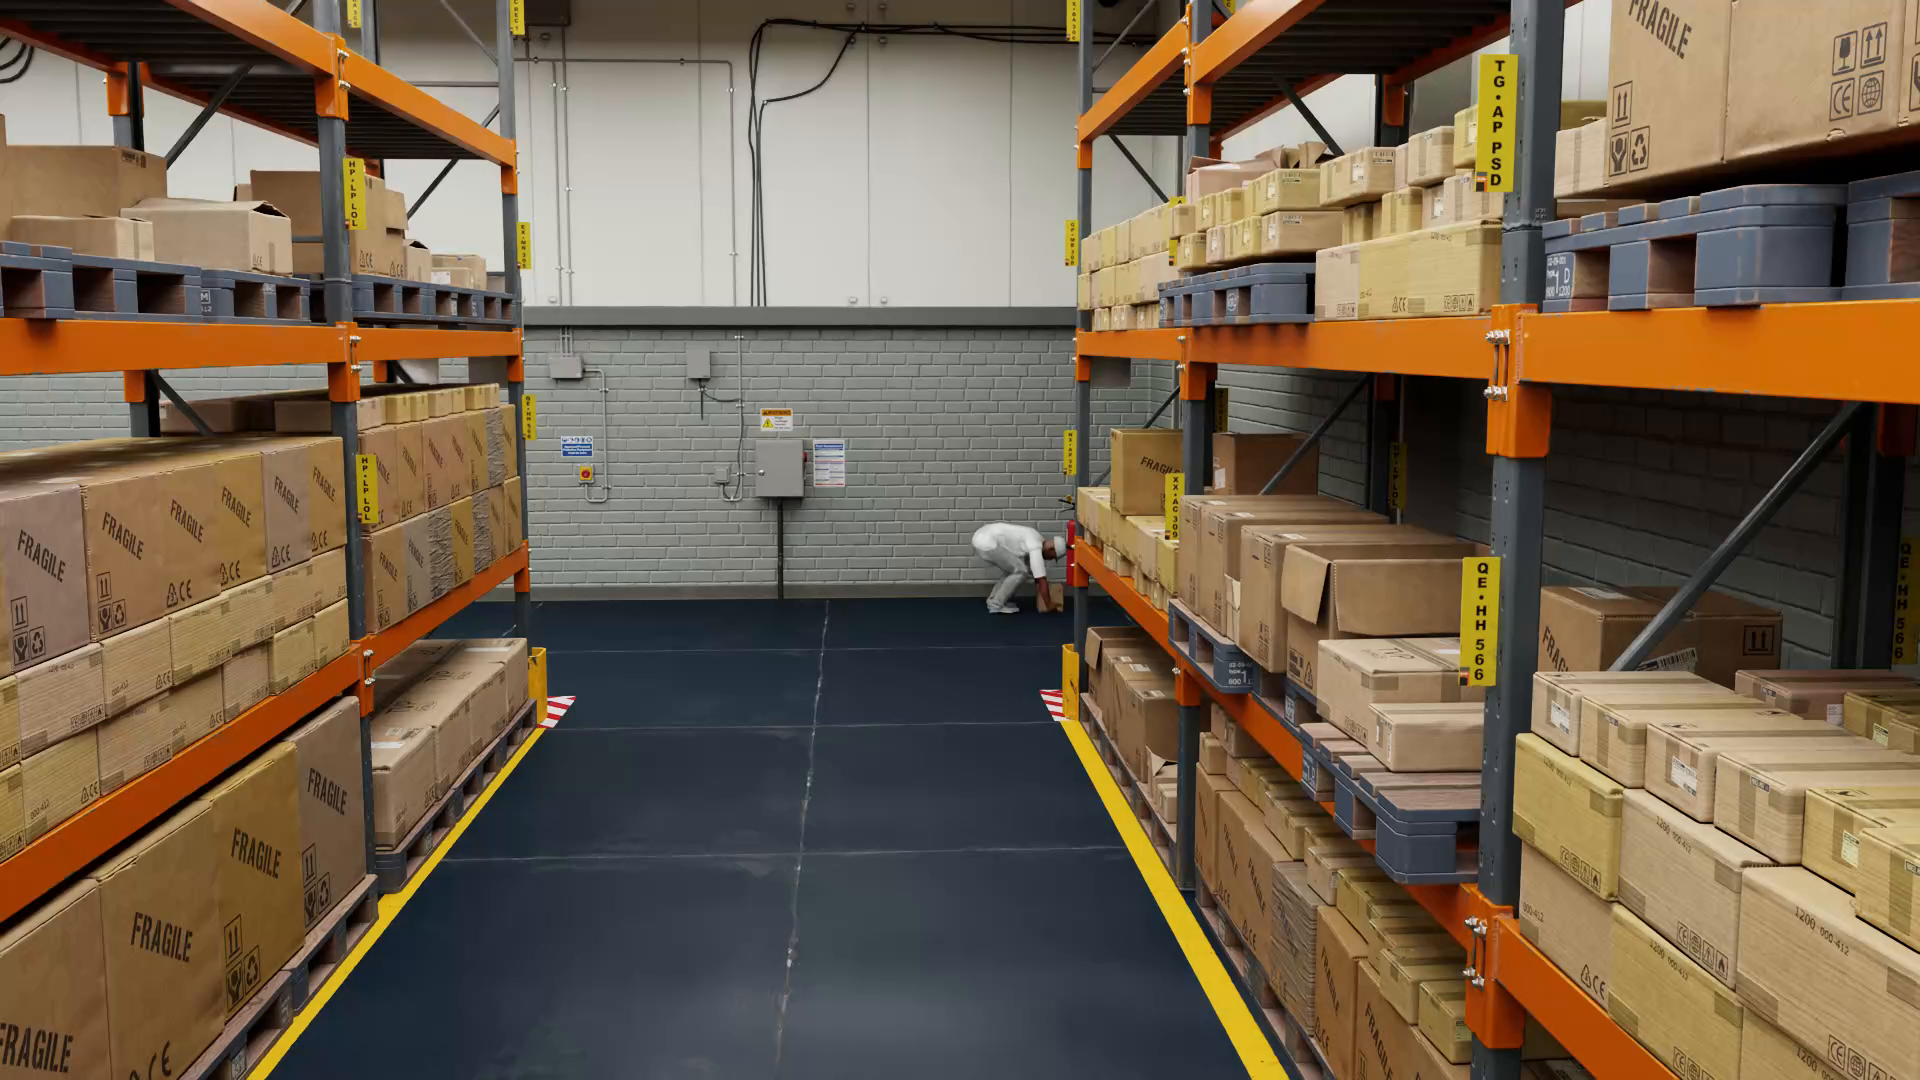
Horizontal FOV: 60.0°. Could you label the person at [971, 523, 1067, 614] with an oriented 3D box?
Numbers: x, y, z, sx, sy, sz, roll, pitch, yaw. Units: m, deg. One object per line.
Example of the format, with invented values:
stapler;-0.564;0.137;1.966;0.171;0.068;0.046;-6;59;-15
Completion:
person;0.609;0.276;16.946;0.976;0.914;0.510;-1;7;-6
